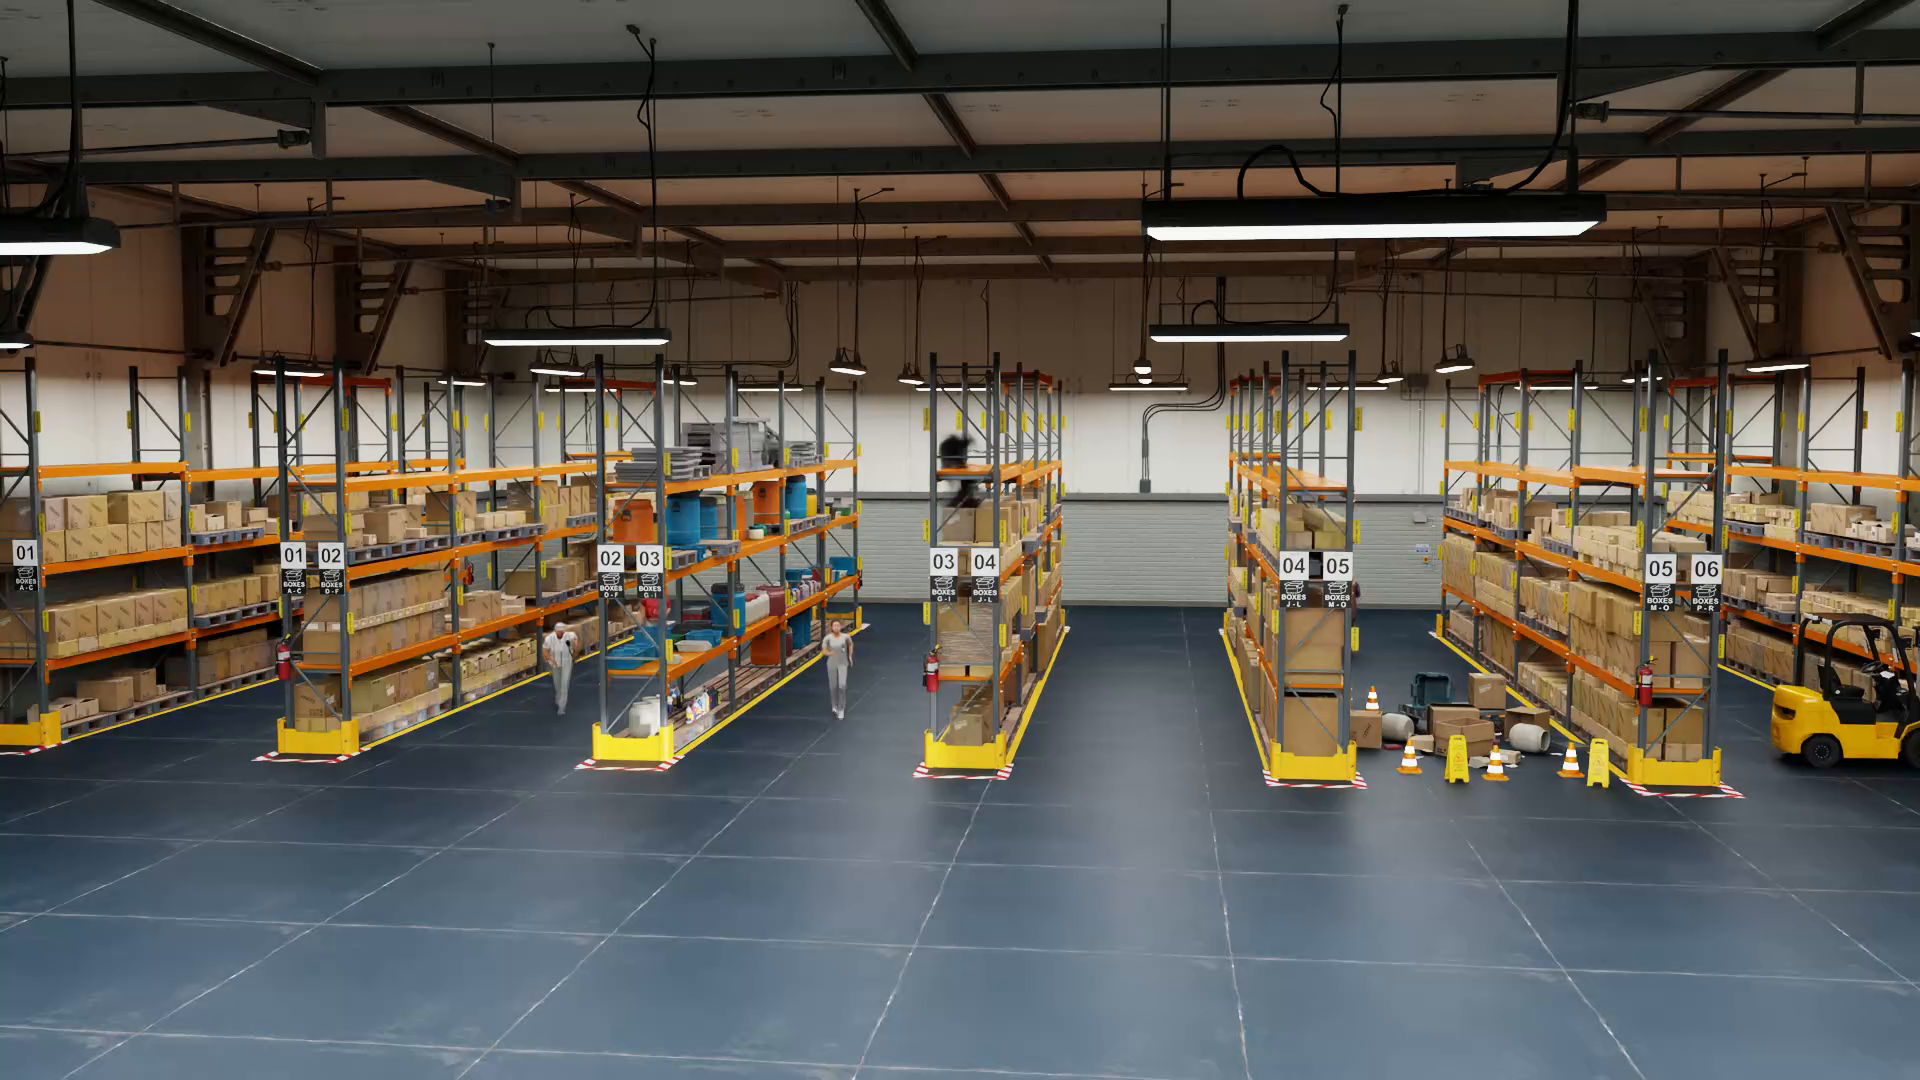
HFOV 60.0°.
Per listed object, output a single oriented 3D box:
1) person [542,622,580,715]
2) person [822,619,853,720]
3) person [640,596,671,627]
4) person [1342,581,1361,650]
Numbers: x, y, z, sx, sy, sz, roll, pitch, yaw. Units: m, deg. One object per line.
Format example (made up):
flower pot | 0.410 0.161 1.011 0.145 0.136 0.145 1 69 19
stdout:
person | -6.916 2.195 28.833 0.636 1.629 0.979 -1 4 -15
person | -2.075 2.178 28.170 0.521 1.713 0.817 0 4 -3
person | -6.231 1.753 33.967 0.649 1.767 0.735 0 4 -3
person | 8.548 1.547 36.450 0.652 1.767 0.909 -1 4 -7
